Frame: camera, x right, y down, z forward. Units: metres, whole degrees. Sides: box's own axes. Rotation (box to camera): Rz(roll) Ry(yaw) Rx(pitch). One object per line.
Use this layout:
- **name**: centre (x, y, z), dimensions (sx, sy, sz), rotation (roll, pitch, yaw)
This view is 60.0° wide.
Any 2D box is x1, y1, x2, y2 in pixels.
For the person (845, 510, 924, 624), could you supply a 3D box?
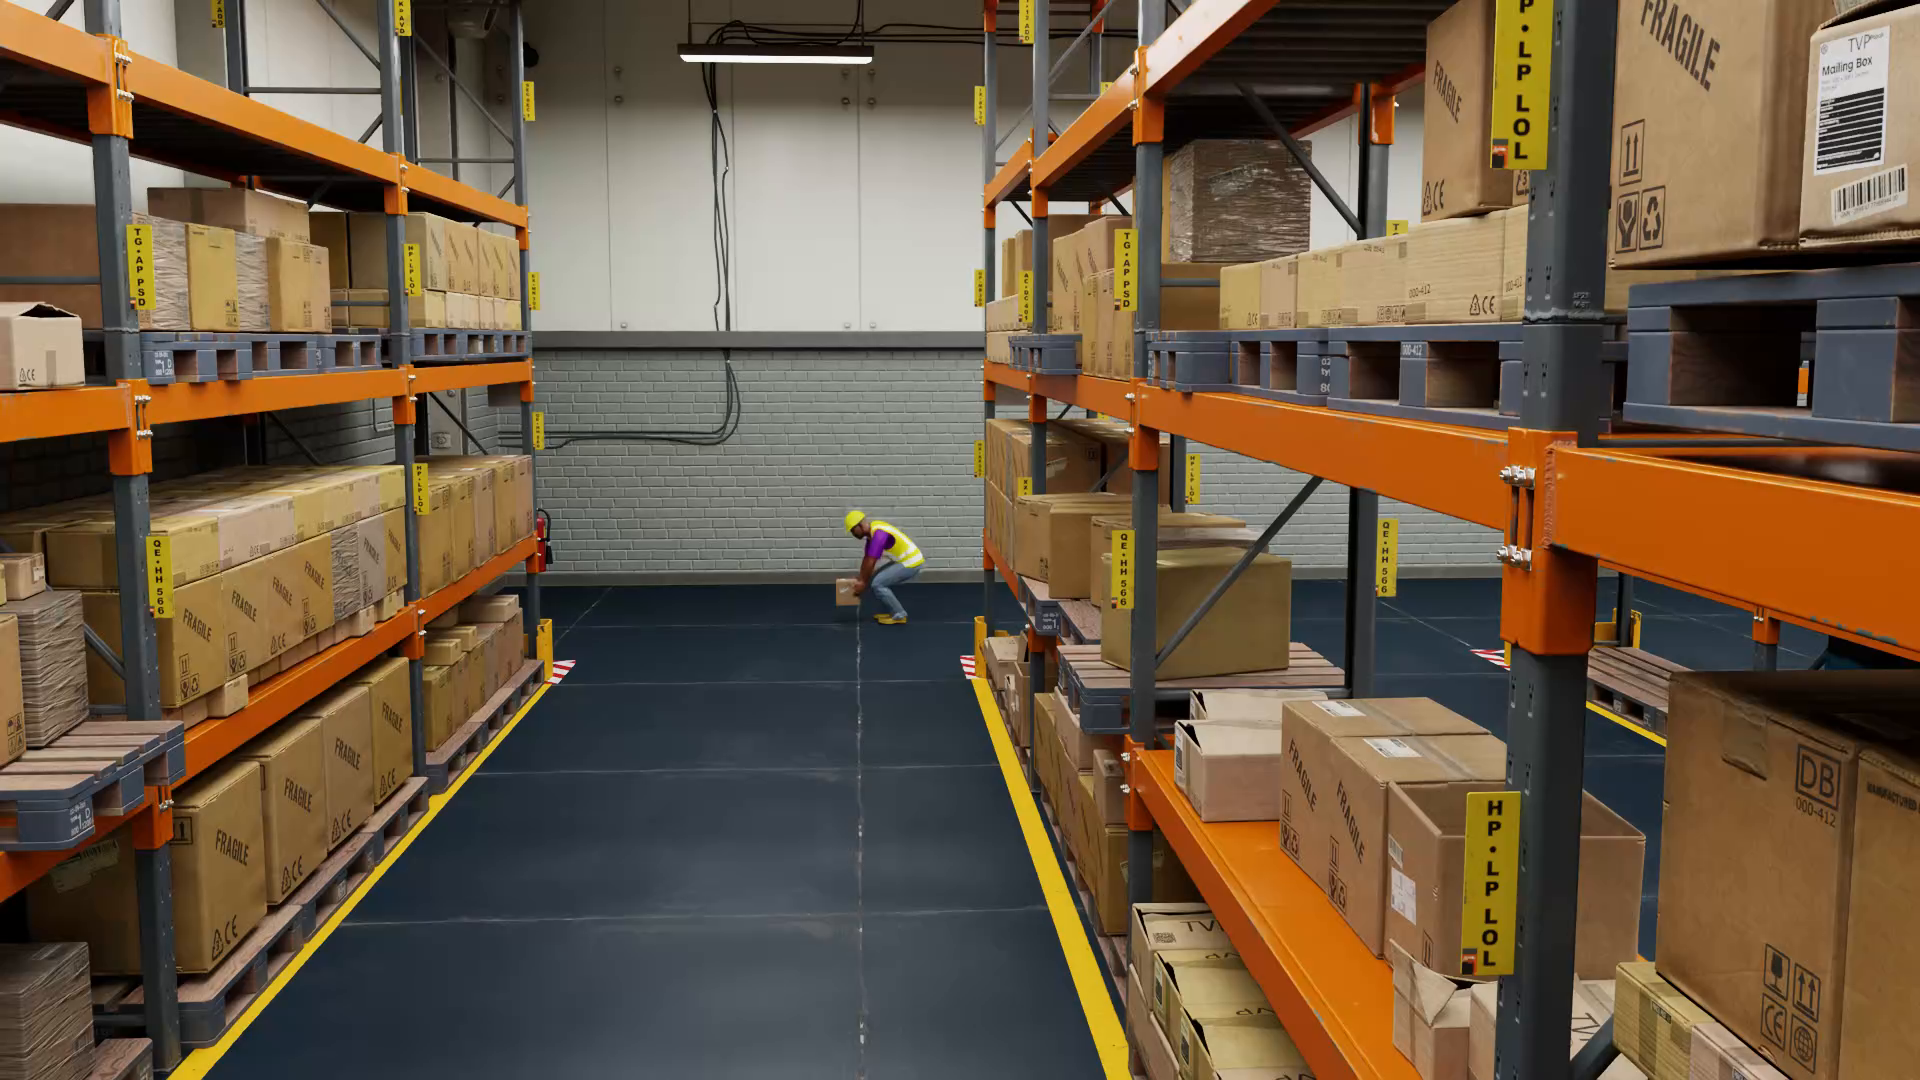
- **person**: centre (-0.799, 0.283, 17.643), dimensions (0.839, 1.206, 0.620), rotation (0, 7, -4)
